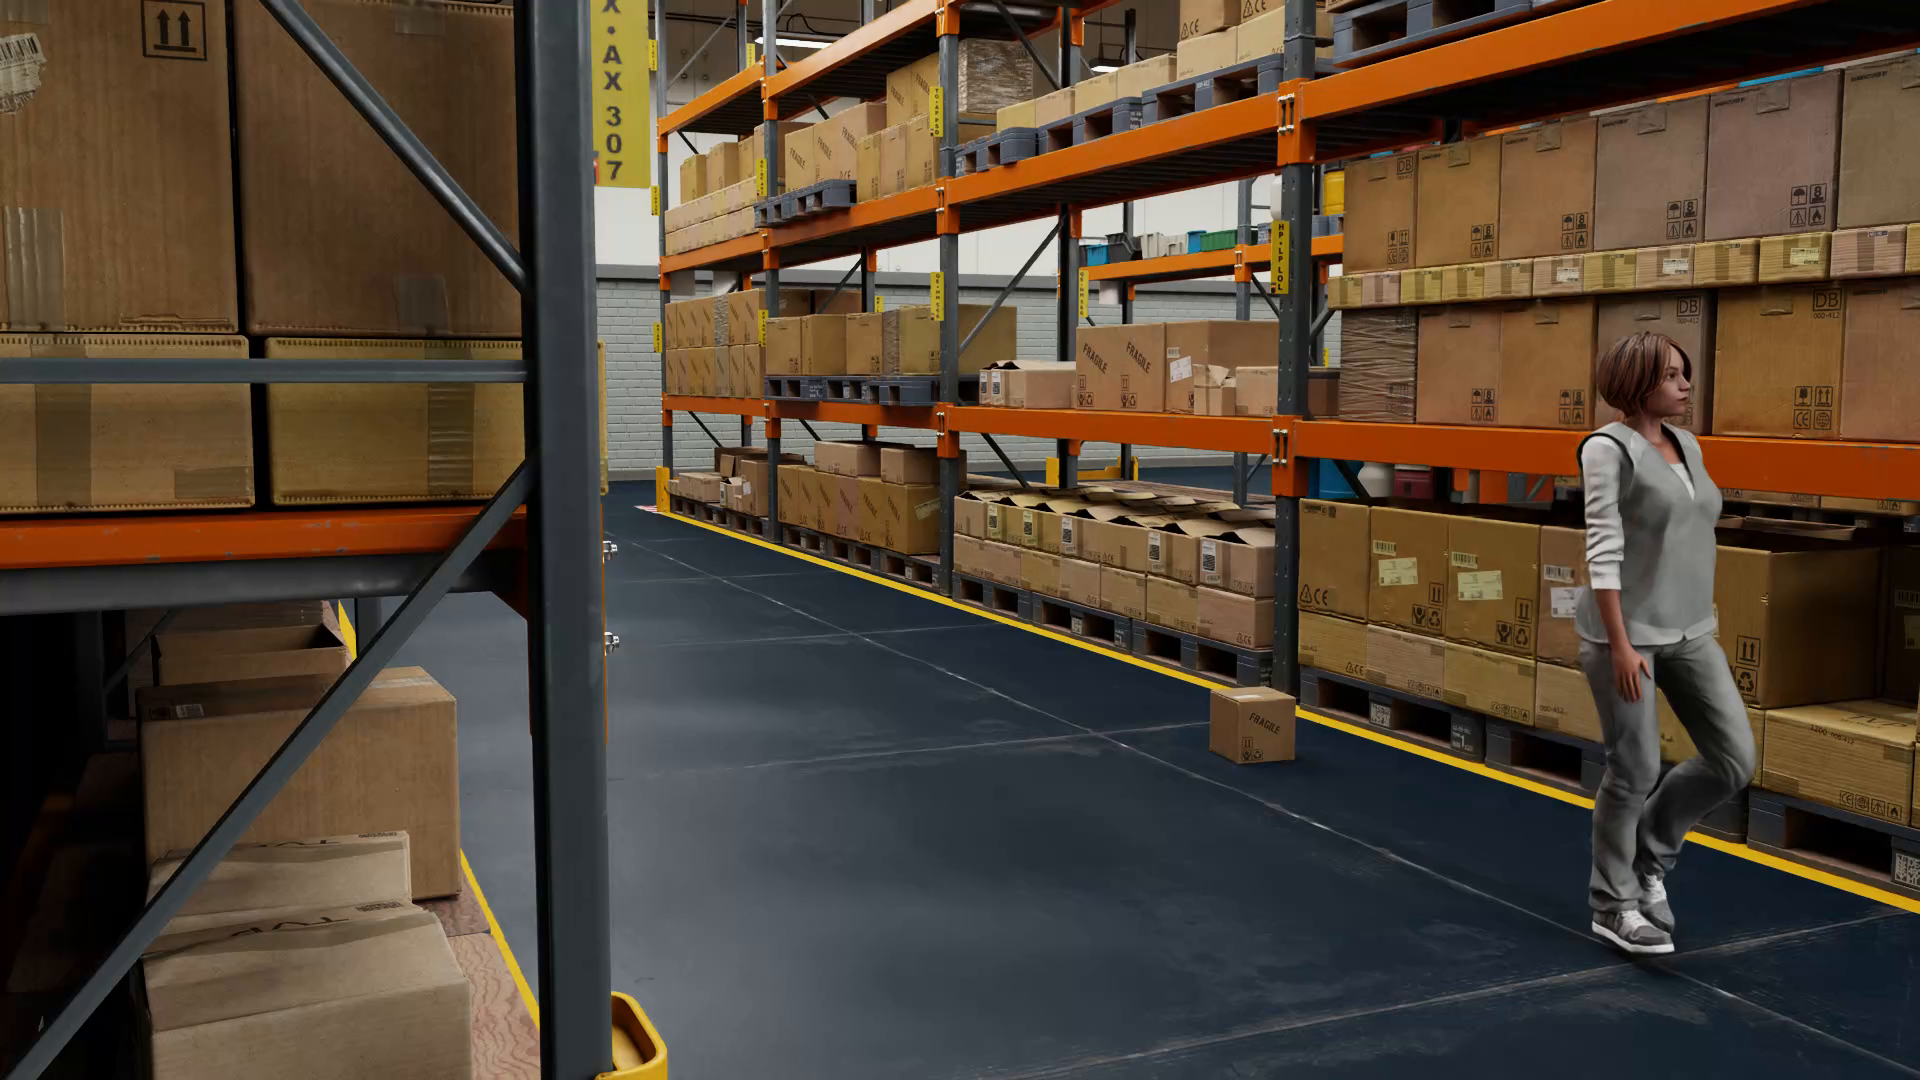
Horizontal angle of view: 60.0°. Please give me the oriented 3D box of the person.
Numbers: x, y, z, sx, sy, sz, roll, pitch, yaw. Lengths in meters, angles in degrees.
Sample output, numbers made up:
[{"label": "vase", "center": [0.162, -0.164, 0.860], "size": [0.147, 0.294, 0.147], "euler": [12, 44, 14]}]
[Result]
[{"label": "person", "center": [1.770, 0.265, 4.245], "size": [0.414, 1.590, 0.398], "euler": [-3, 6, -24]}]
